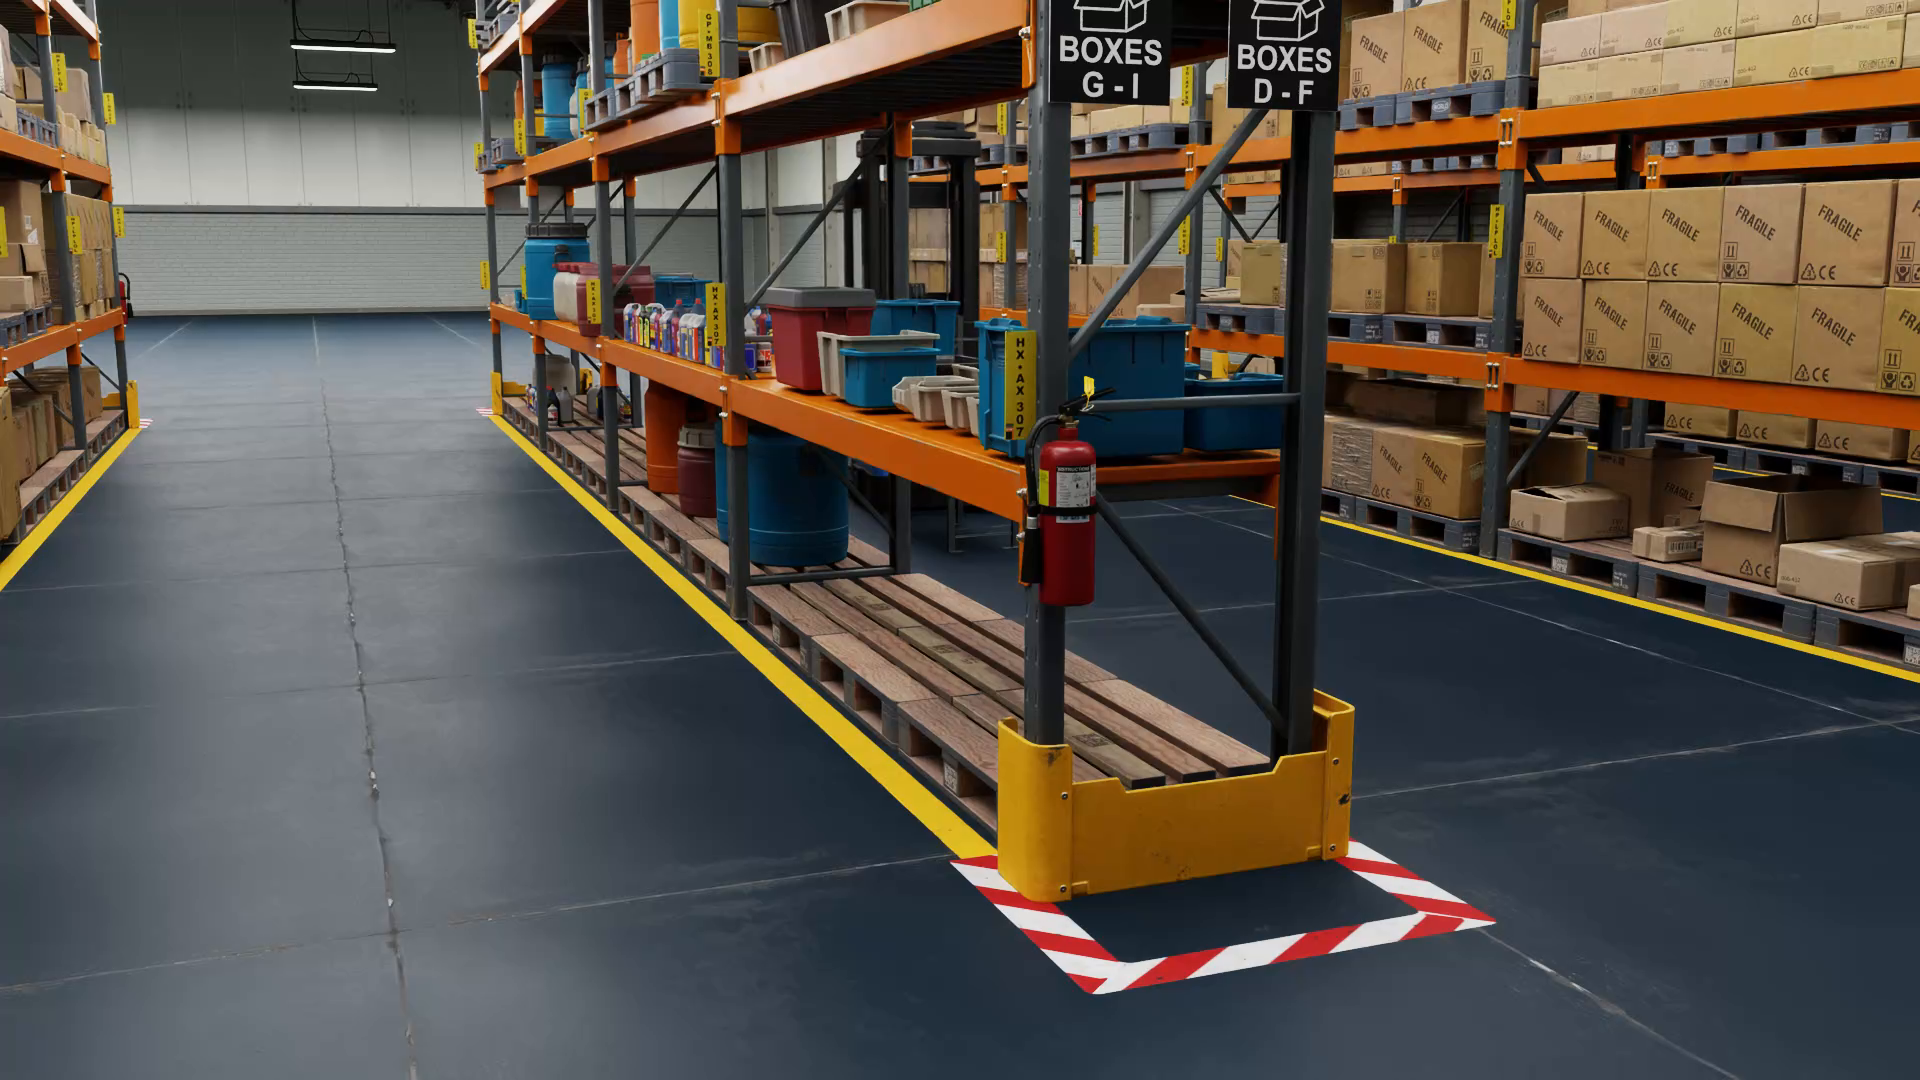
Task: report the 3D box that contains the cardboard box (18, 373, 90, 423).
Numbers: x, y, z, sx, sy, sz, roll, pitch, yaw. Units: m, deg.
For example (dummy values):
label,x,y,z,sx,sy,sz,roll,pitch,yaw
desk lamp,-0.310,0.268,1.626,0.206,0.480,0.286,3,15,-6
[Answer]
label,x,y,z,sx,sy,sz,roll,pitch,yaw
cardboard box,-9.057,-1.394,16.628,0.500,0.500,0.500,-3,10,-16

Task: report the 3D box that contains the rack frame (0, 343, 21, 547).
label,x,y,z,sx,sy,sz,roll,pitch,yaw
rack frame,-6.826,-1.414,10.802,1.000,3.000,0.127,-4,11,-21

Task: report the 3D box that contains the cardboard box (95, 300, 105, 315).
label,x,y,z,sx,sy,sz,roll,pitch,yaw
cardboard box,-8.788,-2.324,16.638,0.380,0.149,0.250,-4,11,-21

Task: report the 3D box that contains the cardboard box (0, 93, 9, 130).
label,x,y,z,sx,sy,sz,roll,pitch,yaw
cardboard box,-6.945,-2.993,11.545,0.500,0.250,0.500,-4,11,-19

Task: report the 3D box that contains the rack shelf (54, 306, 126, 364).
label,x,y,z,sx,sy,sz,roll,pitch,yaw
rack shelf,-9.000,-2.039,16.370,1.077,0.370,4.000,-4,11,-21

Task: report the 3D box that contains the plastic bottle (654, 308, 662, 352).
label,x,y,z,sx,sy,sz,roll,pitch,yaw
plastic bottle,-1.978,-1.388,10.990,0.061,0.283,0.133,-4,11,-21

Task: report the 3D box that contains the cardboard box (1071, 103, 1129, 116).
label,x,y,z,sx,sy,sz,roll,pitch,yaw
cardboard box,1.373,-4.479,16.557,0.500,0.500,0.500,-3,10,-15

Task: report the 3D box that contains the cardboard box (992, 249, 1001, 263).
label,x,y,z,sx,sy,sz,roll,pitch,yaw
cardboard box,0.573,-3.134,18.338,0.380,0.149,0.250,-4,11,-22

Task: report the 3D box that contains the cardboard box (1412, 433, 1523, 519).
label,x,y,z,sx,sy,sz,roll,pitch,yaw
cardboard box,3.412,-0.437,11.193,0.500,0.500,0.500,-4,11,-21

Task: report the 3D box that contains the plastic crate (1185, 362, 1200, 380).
label,x,y,z,sx,sy,sz,roll,pitch,yaw
plastic crate,0.668,-0.538,6.185,0.416,0.233,0.300,-4,11,-21

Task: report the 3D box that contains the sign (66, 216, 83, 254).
label,x,y,z,sx,sy,sz,roll,pitch,yaw
sign,-7.760,-2.672,14.572,0.100,0.325,0.005,-4,11,-21

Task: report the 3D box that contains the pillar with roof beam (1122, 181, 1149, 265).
label,x,y,z,sx,sy,sz,roll,pitch,yaw
pillar with roof beam,-1.002,-7.263,26.555,9.100,9.000,0.548,-4,11,-21

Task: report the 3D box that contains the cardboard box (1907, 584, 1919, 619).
label,x,y,z,sx,sy,sz,roll,pitch,yaw
cardboard box,4.818,0.298,8.016,0.380,0.166,0.250,-4,11,-21

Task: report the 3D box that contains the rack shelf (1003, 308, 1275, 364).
label,x,y,z,sx,sy,sz,roll,pitch,yaw
rack shelf,1.683,-2.014,16.231,1.077,0.370,4.000,-4,11,-21

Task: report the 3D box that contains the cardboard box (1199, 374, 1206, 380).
label,x,y,z,sx,sy,sz,roll,pitch,yaw
cardboard box,2.111,-1.443,16.021,0.500,0.311,0.500,-4,11,-22

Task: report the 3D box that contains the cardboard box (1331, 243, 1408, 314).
label,x,y,z,sx,sy,sz,roll,pitch,yaw
cardboard box,3.160,-1.929,12.216,0.700,0.500,0.500,-7,12,-35

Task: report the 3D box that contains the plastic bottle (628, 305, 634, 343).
label,x,y,z,sx,sy,sz,roll,pitch,yaw
plastic bottle,-2.338,-1.553,11.952,0.097,0.271,0.097,0,10,0

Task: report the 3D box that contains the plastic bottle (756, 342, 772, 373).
label,x,y,z,sx,sy,sz,roll,pitch,yaw
plastic bottle,-1.095,-1.032,9.224,0.097,0.201,0.097,0,10,0

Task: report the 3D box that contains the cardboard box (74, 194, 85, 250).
label,x,y,z,sx,sy,sz,roll,pitch,yaw
cardboard box,-8.384,-2.925,15.312,0.500,0.500,0.500,-4,11,-21

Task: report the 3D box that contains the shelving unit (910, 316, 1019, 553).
label,x,y,z,sx,sy,sz,roll,pitch,yaw
shelving unit,-0.031,-0.752,11.367,0.538,1.500,1.048,-4,11,-21

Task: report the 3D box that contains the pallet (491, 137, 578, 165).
label,x,y,z,sx,sy,sz,roll,pitch,yaw
pallet,-4.012,-3.876,16.620,1.213,0.211,1.003,-4,11,-21

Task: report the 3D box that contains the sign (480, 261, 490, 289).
label,x,y,z,sx,sy,sz,roll,pitch,yaw
sign,-5.623,-3.136,19.693,0.100,0.325,0.005,-4,11,-21

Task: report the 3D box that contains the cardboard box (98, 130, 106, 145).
label,x,y,z,sx,sy,sz,roll,pitch,yaw
cardboard box,-9.334,-4.293,17.715,0.380,0.149,0.250,-4,11,-21

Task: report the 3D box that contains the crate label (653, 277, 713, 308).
label,x,y,z,sx,sy,sz,roll,pitch,yaw
crate label,-2.318,-1.925,13.574,0.502,0.435,0.616,-4,11,-21

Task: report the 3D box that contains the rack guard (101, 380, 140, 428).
label,x,y,z,sx,sy,sz,roll,pitch,yaw
rack guard,-9.698,-1.476,18.292,1.175,0.500,0.348,-4,11,-21

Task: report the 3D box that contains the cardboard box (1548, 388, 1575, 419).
label,x,y,z,sx,sy,sz,roll,pitch,yaw
cardboard box,6.636,-1.548,17.440,0.700,0.500,0.500,-4,11,-21

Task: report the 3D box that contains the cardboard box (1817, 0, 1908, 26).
label,x,y,z,sx,sy,sz,roll,pitch,yaw
cardboard box,4.524,-2.616,7.998,0.500,0.250,0.500,-4,11,-21

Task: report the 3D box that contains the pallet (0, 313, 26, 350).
label,x,y,z,sx,sy,sz,roll,pitch,yaw
pallet,-7.184,-1.429,11.434,1.213,0.211,1.003,-4,11,-21

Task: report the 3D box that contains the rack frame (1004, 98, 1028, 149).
label,x,y,z,sx,sy,sz,roll,pitch,yaw
rack frame,0.959,-5.648,17.478,1.000,3.000,0.127,-4,11,-21

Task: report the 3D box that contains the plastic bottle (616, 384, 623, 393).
label,x,y,z,sx,sy,sz,roll,pitch,yaw
plastic bottle,-3.565,-1.451,17.322,0.144,0.351,0.185,-4,11,-19

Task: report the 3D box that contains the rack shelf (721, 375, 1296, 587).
label,x,y,z,sx,sy,sz,roll,pitch,yaw
rack shelf,-0.036,-0.394,7.126,1.077,0.370,4.000,-4,11,-21

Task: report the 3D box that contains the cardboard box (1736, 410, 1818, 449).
label,x,y,z,sx,sy,sz,roll,pitch,yaw
cardboard box,7.479,-1.233,14.727,0.750,0.750,0.750,-4,11,-21

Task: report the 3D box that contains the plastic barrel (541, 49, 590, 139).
label,x,y,z,sx,sy,sz,roll,pitch,yaw
plastic barrel,-3.920,-4.480,16.847,0.600,0.901,0.708,-4,11,-21

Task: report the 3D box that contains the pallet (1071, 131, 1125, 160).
label,x,y,z,sx,sy,sz,roll,pitch,yaw
pallet,1.671,-3.713,15.702,1.003,0.211,1.213,-3,11,-18

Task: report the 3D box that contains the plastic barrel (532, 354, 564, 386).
label,x,y,z,sx,sy,sz,roll,pitch,yaw
plastic barrel,-4.799,-1.913,19.514,0.421,0.512,0.421,0,10,0

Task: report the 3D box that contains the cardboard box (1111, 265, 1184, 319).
label,x,y,z,sx,sy,sz,roll,pitch,yaw
cardboard box,1.785,-2.364,15.858,0.500,0.500,0.500,-5,11,-24

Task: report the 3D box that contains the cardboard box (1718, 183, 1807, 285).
label,x,y,z,sx,sy,sz,roll,pitch,yaw
cardboard box,4.327,-1.583,8.614,0.500,0.500,0.500,-4,11,-19

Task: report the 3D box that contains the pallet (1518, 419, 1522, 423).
label,x,y,z,sx,sy,sz,roll,pitch,yaw
pallet,5.858,-1.510,19.304,1.003,0.211,1.213,-4,11,-21

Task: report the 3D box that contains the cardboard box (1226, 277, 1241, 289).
label,x,y,z,sx,sy,sz,roll,pitch,yaw
cardboard box,4.006,-3.499,22.895,0.500,0.250,0.500,-4,11,-23

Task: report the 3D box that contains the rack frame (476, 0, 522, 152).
label,x,y,z,sx,sy,sz,roll,pitch,yaw
rack frame,-5.109,-5.987,19.384,1.000,3.000,0.127,-4,11,-21

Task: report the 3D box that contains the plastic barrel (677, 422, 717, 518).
label,x,y,z,sx,sy,sz,roll,pitch,yaw
plastic barrel,-1.608,-0.484,11.264,0.600,0.588,0.708,-4,11,-21

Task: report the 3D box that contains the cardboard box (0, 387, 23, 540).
label,x,y,z,sx,sy,sz,roll,pitch,yaw
cardboard box,-6.596,-0.460,10.310,1.225,0.875,0.875,-4,11,-24

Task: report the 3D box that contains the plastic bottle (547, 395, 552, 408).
label,x,y,z,sx,sy,sz,roll,pitch,yaw
plastic bottle,-4.141,-1.318,16.762,0.061,0.283,0.133,-3,11,-18

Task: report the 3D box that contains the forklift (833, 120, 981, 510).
label,x,y,z,sx,sy,sz,roll,pitch,yaw
forklift,-0.434,-1.879,13.615,1.130,2.935,3.031,-2,10,-11

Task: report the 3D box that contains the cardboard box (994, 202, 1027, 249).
label,x,y,z,sx,sy,sz,roll,pitch,yaw
cardboard box,0.792,-3.454,18.286,0.700,0.500,0.500,-4,11,-21

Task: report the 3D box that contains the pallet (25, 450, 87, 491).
label,x,y,z,sx,sy,sz,roll,pitch,yaw
pallet,-7.992,-0.567,14.003,1.003,0.211,1.213,-4,11,-21

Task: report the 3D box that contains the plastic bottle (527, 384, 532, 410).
label,x,y,z,sx,sy,sz,roll,pitch,yaw
plastic bottle,-4.677,-1.559,18.120,0.061,0.283,0.133,-4,11,-20

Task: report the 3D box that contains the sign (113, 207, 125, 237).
label,x,y,z,sx,sy,sz,roll,pitch,yaw
sign,-9.201,-3.477,18.193,0.100,0.325,0.005,-4,11,-21

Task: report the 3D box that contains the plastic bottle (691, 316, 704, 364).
label,x,y,z,sx,sy,sz,roll,pitch,yaw
plastic bottle,-1.520,-1.200,9.953,0.152,0.276,0.135,-4,11,-21

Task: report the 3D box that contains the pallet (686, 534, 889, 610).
label,x,y,z,sx,sy,sz,roll,pitch,yaw
pallet,-1.001,0.169,9.865,1.003,0.211,1.213,-4,11,-21

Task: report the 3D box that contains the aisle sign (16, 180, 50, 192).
label,x,y,z,sx,sy,sz,roll,pitch,yaw
aisle sign,-10.027,-3.990,17.865,0.394,0.787,0.004,-4,11,-21

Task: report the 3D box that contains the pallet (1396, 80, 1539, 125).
label,x,y,z,sx,sy,sz,roll,pitch,yaw
pallet,3.687,-2.884,11.039,1.213,0.211,1.003,-4,11,-21

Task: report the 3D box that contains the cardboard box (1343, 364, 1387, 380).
label,x,y,z,sx,sy,sz,roll,pitch,yaw
cardboard box,5.161,-2.162,20.892,0.500,0.500,0.500,-5,11,-25

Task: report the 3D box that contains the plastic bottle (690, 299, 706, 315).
label,x,y,z,sx,sy,sz,roll,pitch,yaw
plastic bottle,-1.705,-1.391,10.818,0.144,0.351,0.185,-4,11,-21

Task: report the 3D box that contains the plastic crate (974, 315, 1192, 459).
label,x,y,z,sx,sy,sz,roll,pitch,yaw
plastic crate,0.394,-0.512,5.460,0.616,0.435,0.499,-4,11,-21

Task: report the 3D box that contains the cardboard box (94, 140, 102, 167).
label,x,y,z,sx,sy,sz,roll,pitch,yaw
cardboard box,-9.130,-3.978,17.084,0.500,0.250,0.500,-4,11,-21
